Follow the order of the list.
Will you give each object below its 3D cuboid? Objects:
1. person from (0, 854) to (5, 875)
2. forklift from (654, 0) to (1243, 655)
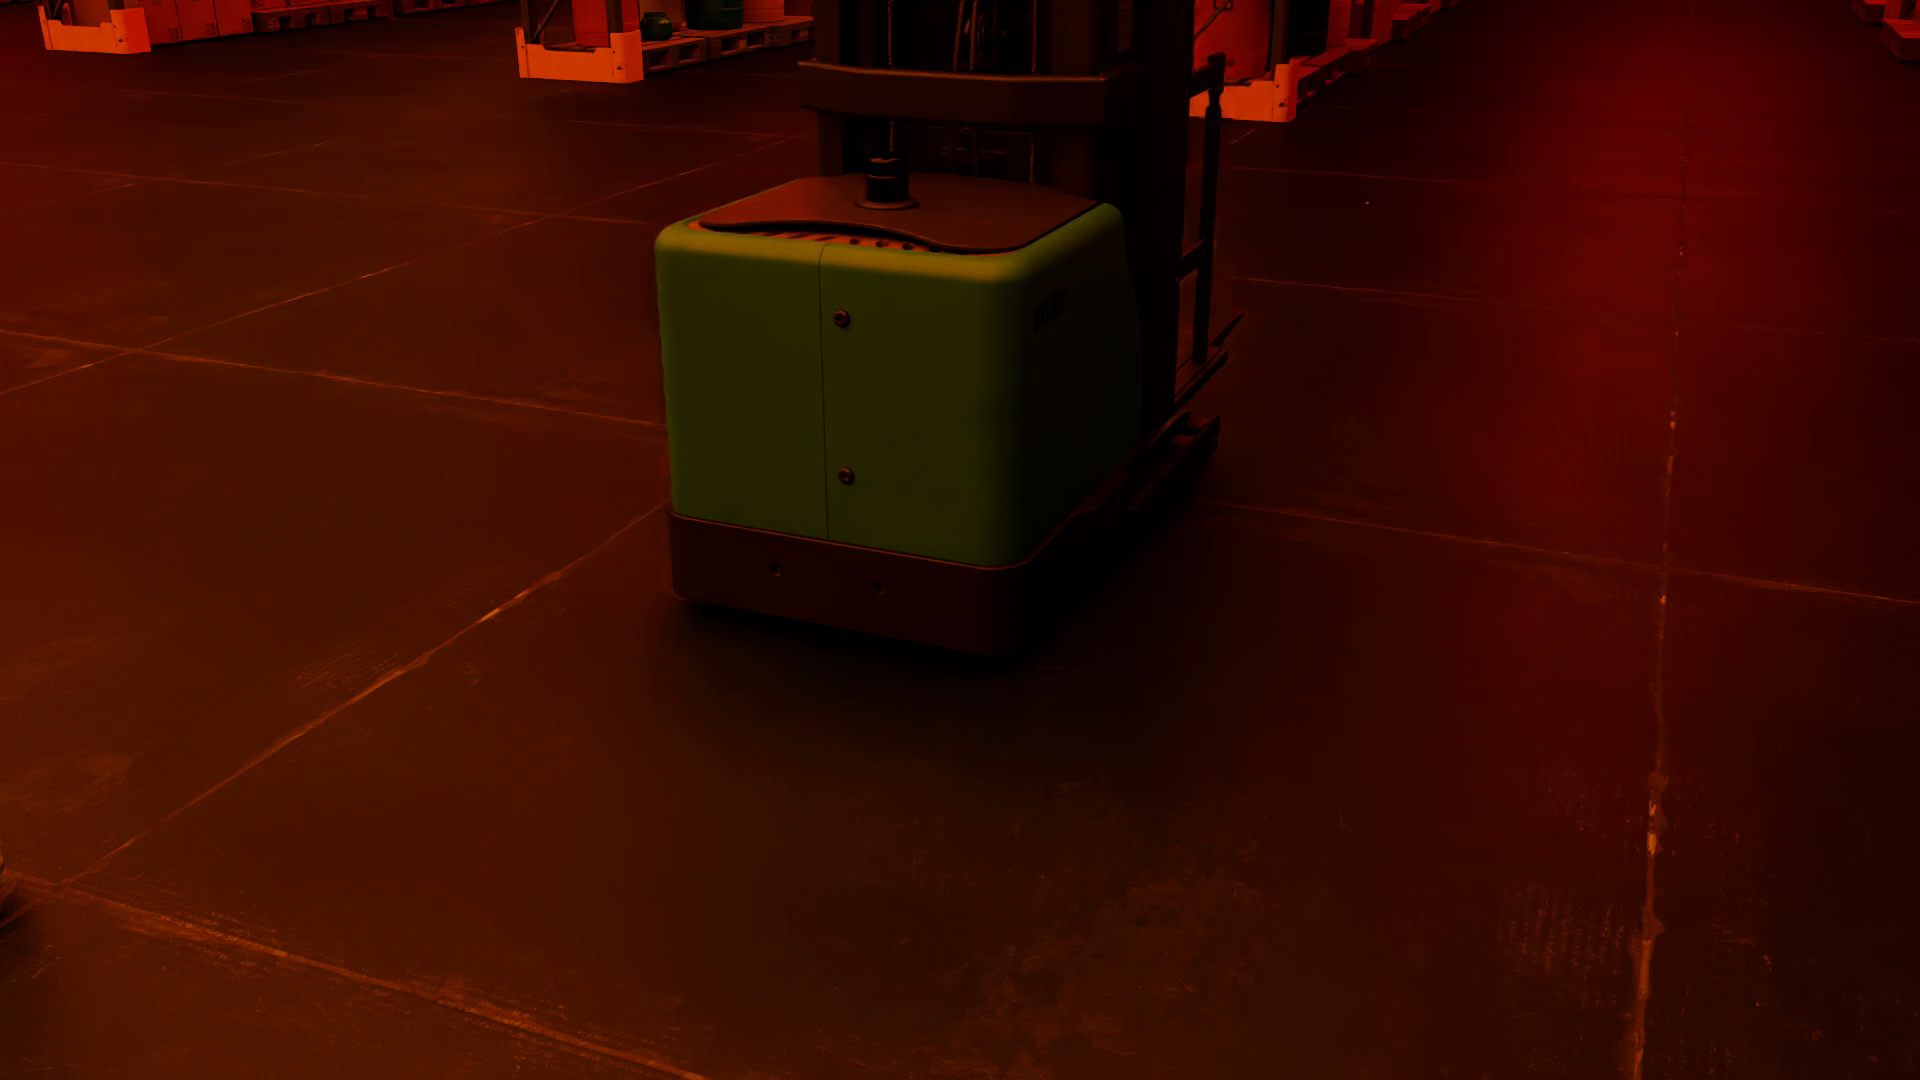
[{"bbox_3d":[-2.146,0.087,2.770,0.855,1.650,0.710,7,24,17],"label":"person"},{"bbox_3d":[0.246,-1.597,5.113,1.130,2.935,3.031,9,24,21],"label":"forklift"}]
